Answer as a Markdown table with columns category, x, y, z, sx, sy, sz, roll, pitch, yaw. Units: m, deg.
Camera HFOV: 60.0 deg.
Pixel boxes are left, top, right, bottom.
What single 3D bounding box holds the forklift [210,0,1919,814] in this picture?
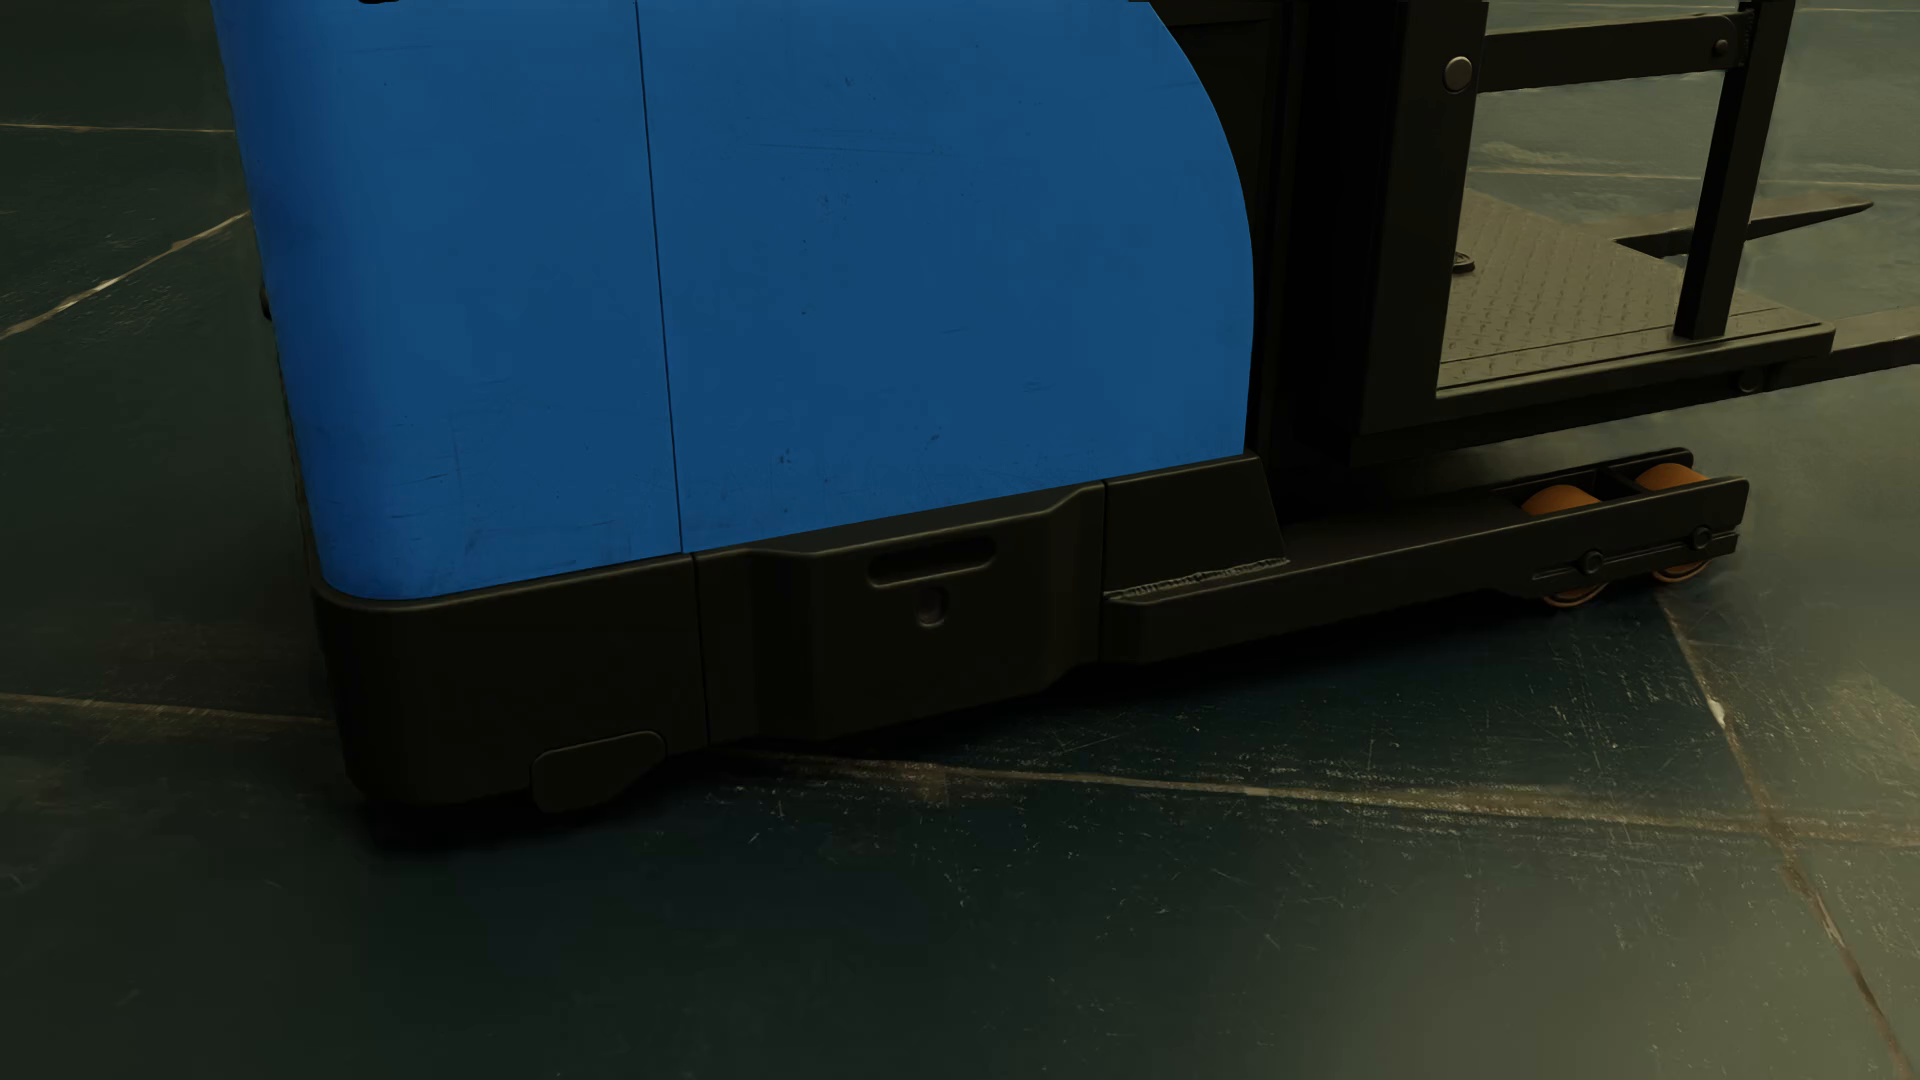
| category | x | y | z | sx | sy | sz | roll | pitch | yaw |
| --- | --- | --- | --- | --- | --- | --- | --- | --- | --- |
| forklift | 0.564 | -1.424 | 2.072 | 3.031 | 2.935 | 1.130 | -11 | 28 | -20 |
